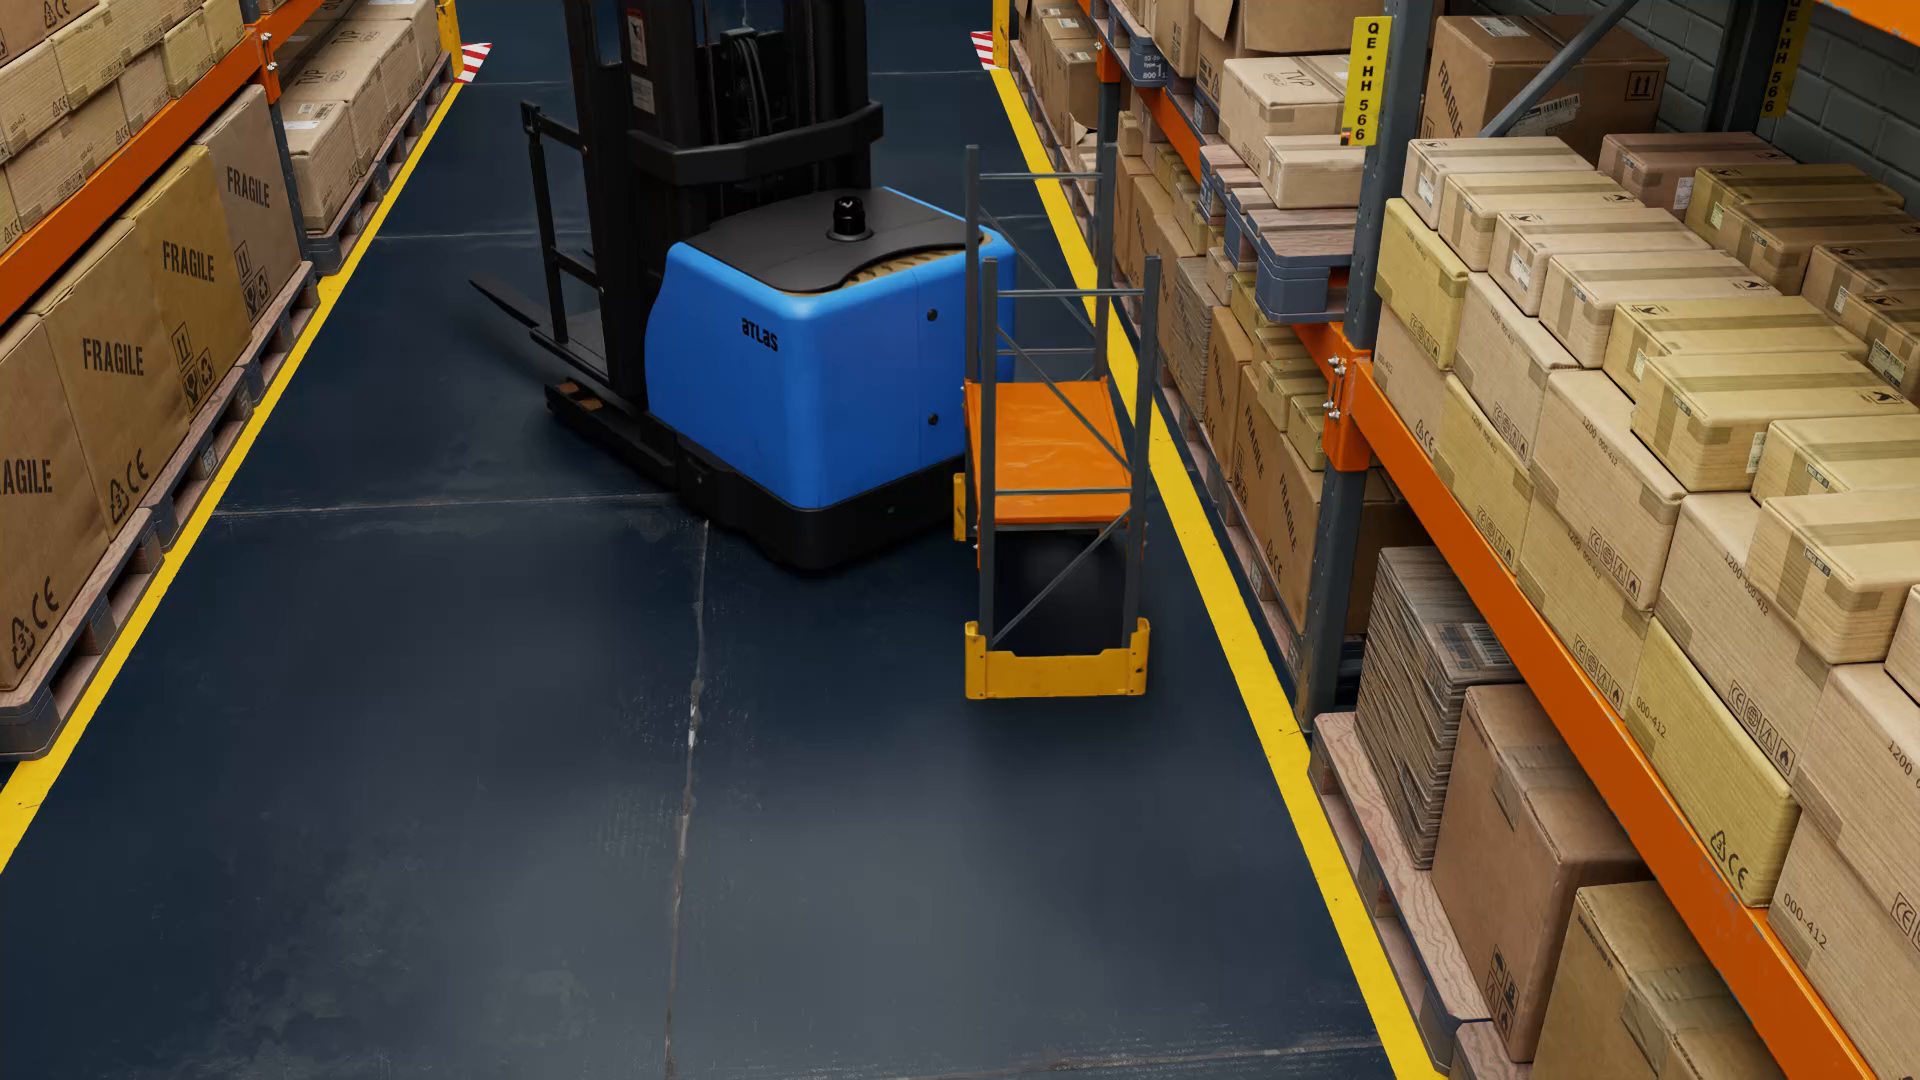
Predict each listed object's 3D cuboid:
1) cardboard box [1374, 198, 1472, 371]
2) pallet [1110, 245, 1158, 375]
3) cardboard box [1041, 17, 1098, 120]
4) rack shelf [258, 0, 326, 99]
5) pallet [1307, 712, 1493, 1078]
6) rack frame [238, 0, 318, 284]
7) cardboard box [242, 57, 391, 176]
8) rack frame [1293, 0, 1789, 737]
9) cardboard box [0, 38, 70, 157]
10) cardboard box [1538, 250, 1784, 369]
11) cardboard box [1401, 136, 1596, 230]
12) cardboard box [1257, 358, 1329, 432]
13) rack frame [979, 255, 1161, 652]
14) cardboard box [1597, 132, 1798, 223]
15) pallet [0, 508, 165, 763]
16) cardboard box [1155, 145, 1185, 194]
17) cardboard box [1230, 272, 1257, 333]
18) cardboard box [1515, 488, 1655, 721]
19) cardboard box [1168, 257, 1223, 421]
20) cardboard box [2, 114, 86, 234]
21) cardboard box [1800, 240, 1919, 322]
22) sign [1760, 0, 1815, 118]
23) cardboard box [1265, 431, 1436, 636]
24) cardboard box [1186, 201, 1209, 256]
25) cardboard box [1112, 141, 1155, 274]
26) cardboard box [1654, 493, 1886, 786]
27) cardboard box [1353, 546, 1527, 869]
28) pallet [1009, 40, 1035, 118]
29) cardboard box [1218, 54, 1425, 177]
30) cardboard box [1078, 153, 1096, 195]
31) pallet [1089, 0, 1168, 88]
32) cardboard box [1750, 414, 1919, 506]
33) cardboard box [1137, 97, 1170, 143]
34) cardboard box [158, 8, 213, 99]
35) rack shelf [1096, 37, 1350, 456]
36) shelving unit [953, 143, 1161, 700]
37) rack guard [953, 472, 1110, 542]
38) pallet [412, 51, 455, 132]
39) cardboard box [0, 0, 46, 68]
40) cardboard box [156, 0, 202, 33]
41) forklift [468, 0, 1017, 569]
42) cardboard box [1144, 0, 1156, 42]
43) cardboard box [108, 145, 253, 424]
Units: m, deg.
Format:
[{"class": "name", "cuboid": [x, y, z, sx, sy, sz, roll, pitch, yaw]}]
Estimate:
[{"class": "cardboard box", "cuboid": [1.343, -0.638, 4.052, 0.500, 0.250, 0.500, -3, 31, -5]}, {"class": "pallet", "cuboid": [1.310, -1.159, 7.984, 1.003, 0.211, 1.213, -3, 31, -5]}, {"class": "cardboard box", "cuboid": [0.776, -2.889, 10.190, 0.500, 0.500, 0.500, -2, 31, -4]}, {"class": "rack shelf", "cuboid": [-3.932, -3.242, 9.454, 1.077, 0.370, 4.000, -3, 31, -5]}, {"class": "pallet", "cuboid": [1.608, 0.892, 4.551, 1.003, 0.211, 1.213, -3, 31, -5]}, {"class": "rack frame", "cuboid": [-3.746, -2.530, 7.560, 1.000, 3.000, 0.127, -3, 31, -5]}, {"class": "cardboard box", "cuboid": [-3.782, -2.393, 9.420, 0.875, 0.438, 0.875, -4, 31, -6]}, {"class": "rack frame", "cuboid": [1.570, -0.727, 4.542, 1.000, 3.000, 0.127, -3, 31, -5]}, {"class": "cardboard box", "cuboid": [-3.255, -1.427, 5.373, 0.500, 0.250, 0.500, -3, 31, -5]}, {"class": "cardboard box", "cuboid": [1.419, -0.473, 3.386, 0.380, 0.149, 0.250, -2, 31, -4]}, {"class": "cardboard box", "cuboid": [1.306, -0.872, 4.054, 0.380, 0.149, 0.250, -2, 31, -3]}, {"class": "cardboard box", "cuboid": [1.215, -0.491, 5.542, 0.380, 0.149, 0.250, -4, 31, -7]}, {"class": "rack frame", "cuboid": [0.312, -0.144, 5.028, 0.500, 1.500, 0.032, -1, 31, -2]}, {"class": "cardboard box", "cuboid": [1.802, -0.892, 4.089, 0.380, 0.149, 0.250, -2, 31, -3]}, {"class": "pallet", "cuboid": [-3.371, 0.304, 5.536, 1.003, 0.211, 1.213, -3, 31, -5]}, {"class": "cardboard box", "cuboid": [1.103, -1.691, 7.551, 0.380, 0.149, 0.250, -4, 31, -7]}, {"class": "cardboard box", "cuboid": [1.231, -0.892, 6.213, 0.380, 0.149, 0.250, -3, 31, -5]}, {"class": "cardboard box", "cuboid": [1.465, 0.095, 3.312, 0.500, 0.250, 0.500, -4, 31, -6]}, {"class": "cardboard box", "cuboid": [1.161, -0.827, 6.738, 0.500, 0.500, 0.500, -4, 31, -6]}, {"class": "cardboard box", "cuboid": [-3.276, -1.214, 5.504, 0.500, 0.250, 0.500, -2, 31, -3]}, {"class": "cardboard box", "cuboid": [1.993, -0.507, 3.443, 0.380, 0.149, 0.250, -3, 31, -6]}, {"class": "sign", "cuboid": [2.122, -1.253, 4.293, 0.100, 0.325, 0.005, -3, 31, -5]}, {"class": "cardboard box", "cuboid": [1.316, -0.040, 5.420, 0.500, 0.500, 0.500, -2, 31, -3]}, {"class": "cardboard box", "cuboid": [1.149, -1.296, 6.889, 0.380, 0.149, 0.250, -2, 31, -3]}, {"class": "cardboard box", "cuboid": [1.017, -1.619, 8.063, 0.500, 0.500, 0.500, -1, 31, -2]}, {"class": "cardboard box", "cuboid": [1.517, 0.144, 2.742, 0.500, 0.250, 0.500, -2, 31, -4]}, {"class": "cardboard box", "cuboid": [1.614, 0.431, 4.509, 0.875, 0.625, 0.625, -2, 31, -3]}, {"class": "pallet", "cuboid": [0.905, -3.169, 11.349, 1.003, 0.211, 1.213, -3, 31, -5]}, {"class": "cardboard box", "cuboid": [1.149, -1.366, 5.349, 0.500, 0.250, 0.500, -4, 31, -7]}, {"class": "cardboard box", "cuboid": [0.852, -1.996, 9.037, 0.380, 0.149, 0.250, -4, 31, -6]}, {"class": "pallet", "cuboid": [1.162, -2.274, 7.319, 1.003, 0.211, 1.213, -3, 31, -5]}, {"class": "cardboard box", "cuboid": [1.558, -0.085, 2.737, 0.380, 0.149, 0.250, -3, 31, -5]}, {"class": "cardboard box", "cuboid": [1.037, -1.956, 7.706, 0.380, 0.149, 0.250, -4, 31, -7]}, {"class": "cardboard box", "cuboid": [-3.406, -1.988, 6.800, 0.500, 0.250, 0.500, -3, 31, -5]}, {"class": "rack shelf", "cuboid": [1.383, -1.439, 6.436, 1.077, 0.370, 4.000, -3, 31, -5]}, {"class": "shelving unit", "cuboid": [0.290, -0.409, 5.472, 0.587, 1.500, 1.083, -1, 31, -2]}, {"class": "rack guard", "cuboid": [0.270, -0.127, 6.219, 0.587, 0.250, 0.087, -1, 31, -2]}, {"class": "pallet", "cuboid": [-3.967, -2.970, 11.017, 1.003, 0.211, 1.213, -3, 31, -5]}, {"class": "cardboard box", "cuboid": [-3.263, -1.741, 5.167, 0.500, 0.500, 0.500, -2, 31, -3]}, {"class": "cardboard box", "cuboid": [-3.408, -2.212, 6.686, 0.500, 0.250, 0.500, -2, 31, -3]}, {"class": "forklift", "cuboid": [-1.111, -1.837, 6.467, 1.130, 2.935, 3.031, -23, 38, -34]}, {"class": "cardboard box", "cuboid": [0.944, -2.164, 6.670, 0.396, 0.266, 0.258, -1, 31, -2]}, {"class": "cardboard box", "cuboid": [-3.516, -1.024, 6.702, 0.875, 0.875, 0.875, -2, 31, -3]}]
